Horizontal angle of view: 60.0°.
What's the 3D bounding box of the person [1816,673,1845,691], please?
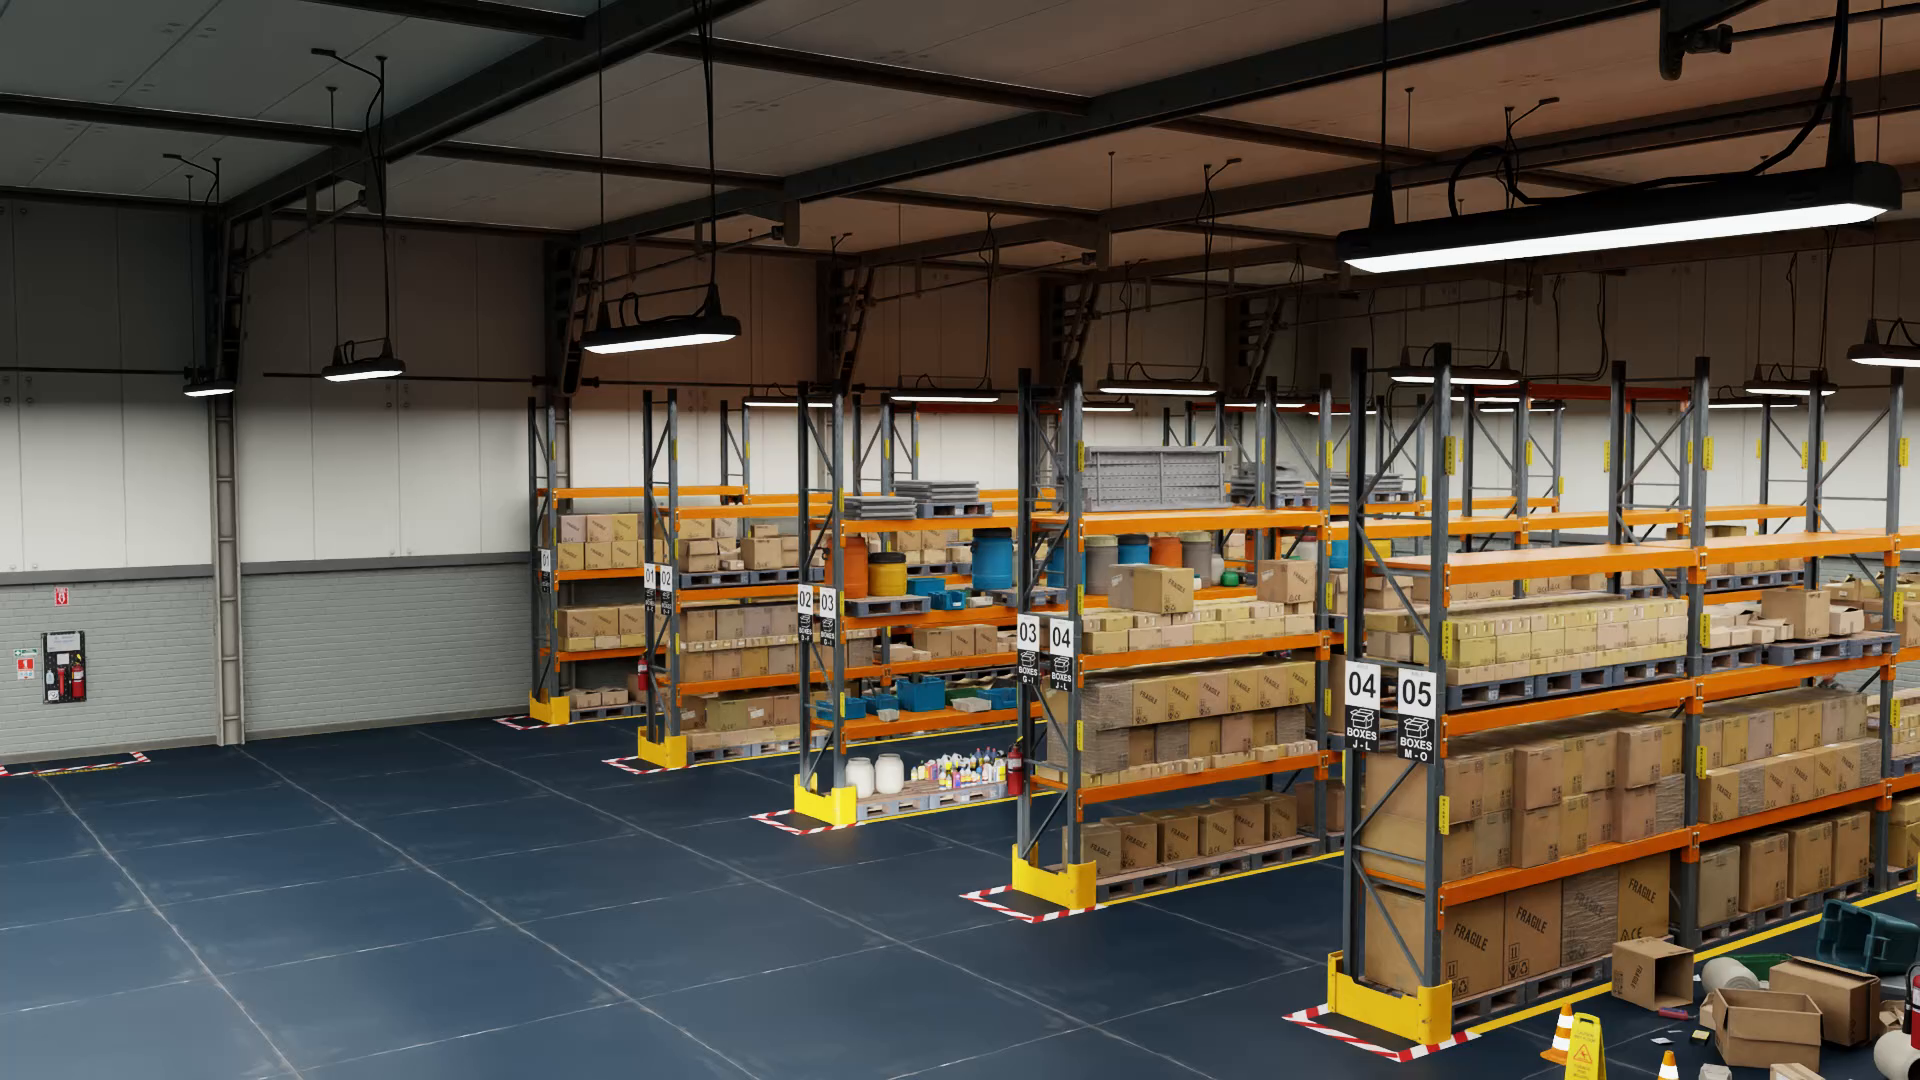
[{"bbox_3d":[13.425,2.788,25.786,1.069,1.661,0.635,-2,4,-33],"label":"person"}]
